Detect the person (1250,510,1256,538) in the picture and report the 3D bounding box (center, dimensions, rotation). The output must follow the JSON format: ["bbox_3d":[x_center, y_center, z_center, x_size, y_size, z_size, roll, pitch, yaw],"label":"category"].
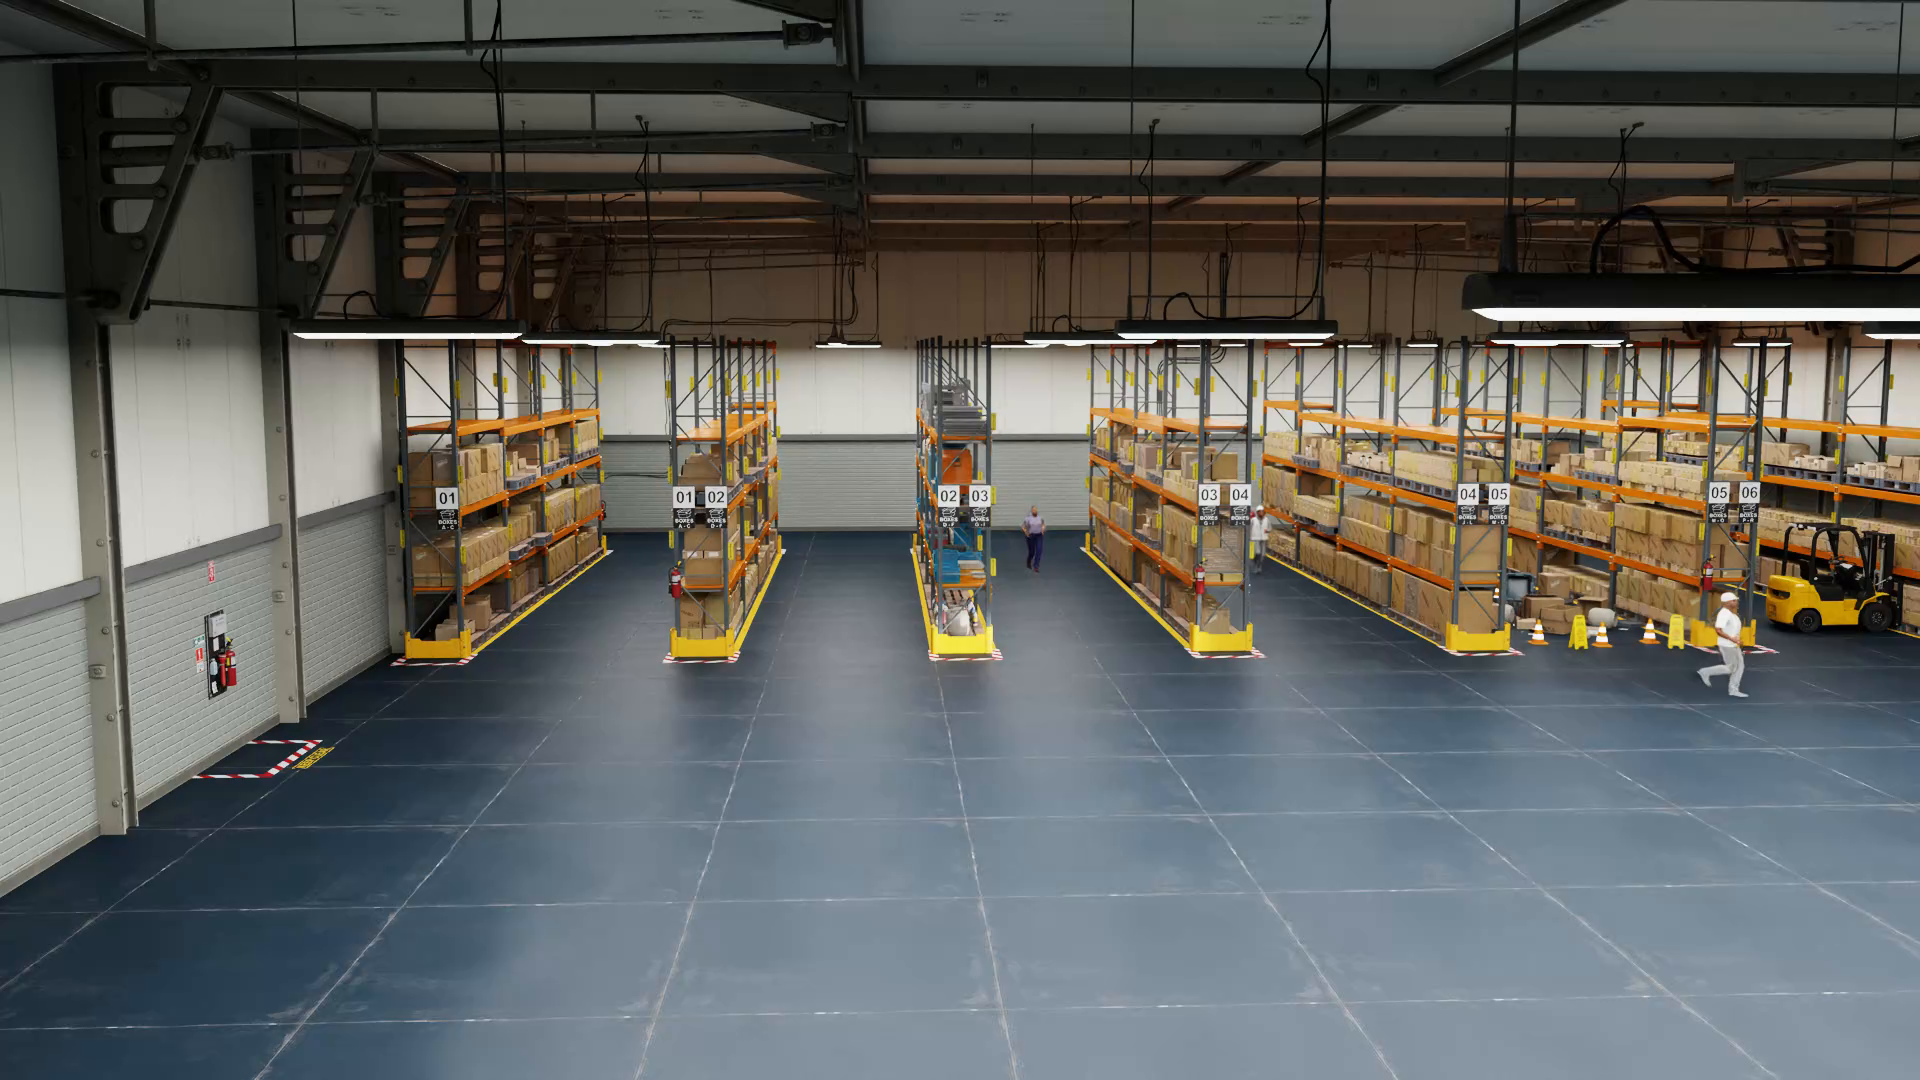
[{"bbox_3d":[7.634,-0.170,44.633,0.626,1.777,0.737,0,6,2],"label":"person"}]

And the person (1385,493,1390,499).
[{"bbox_3d":[12.804,-0.719,49.443,0.744,1.705,0.677,0,6,-1],"label":"person"}]

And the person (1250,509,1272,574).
[{"bbox_3d":[7.708,0.016,42.755,0.639,1.699,0.672,-1,7,-5],"label":"person"}]

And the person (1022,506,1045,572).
[{"bbox_3d":[1.852,-0.037,41.237,0.608,1.632,0.614,-1,7,-13],"label":"person"}]

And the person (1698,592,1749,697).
[{"bbox_3d":[12.734,1.730,27.631,0.787,1.735,0.698,5,8,36],"label":"person"}]
